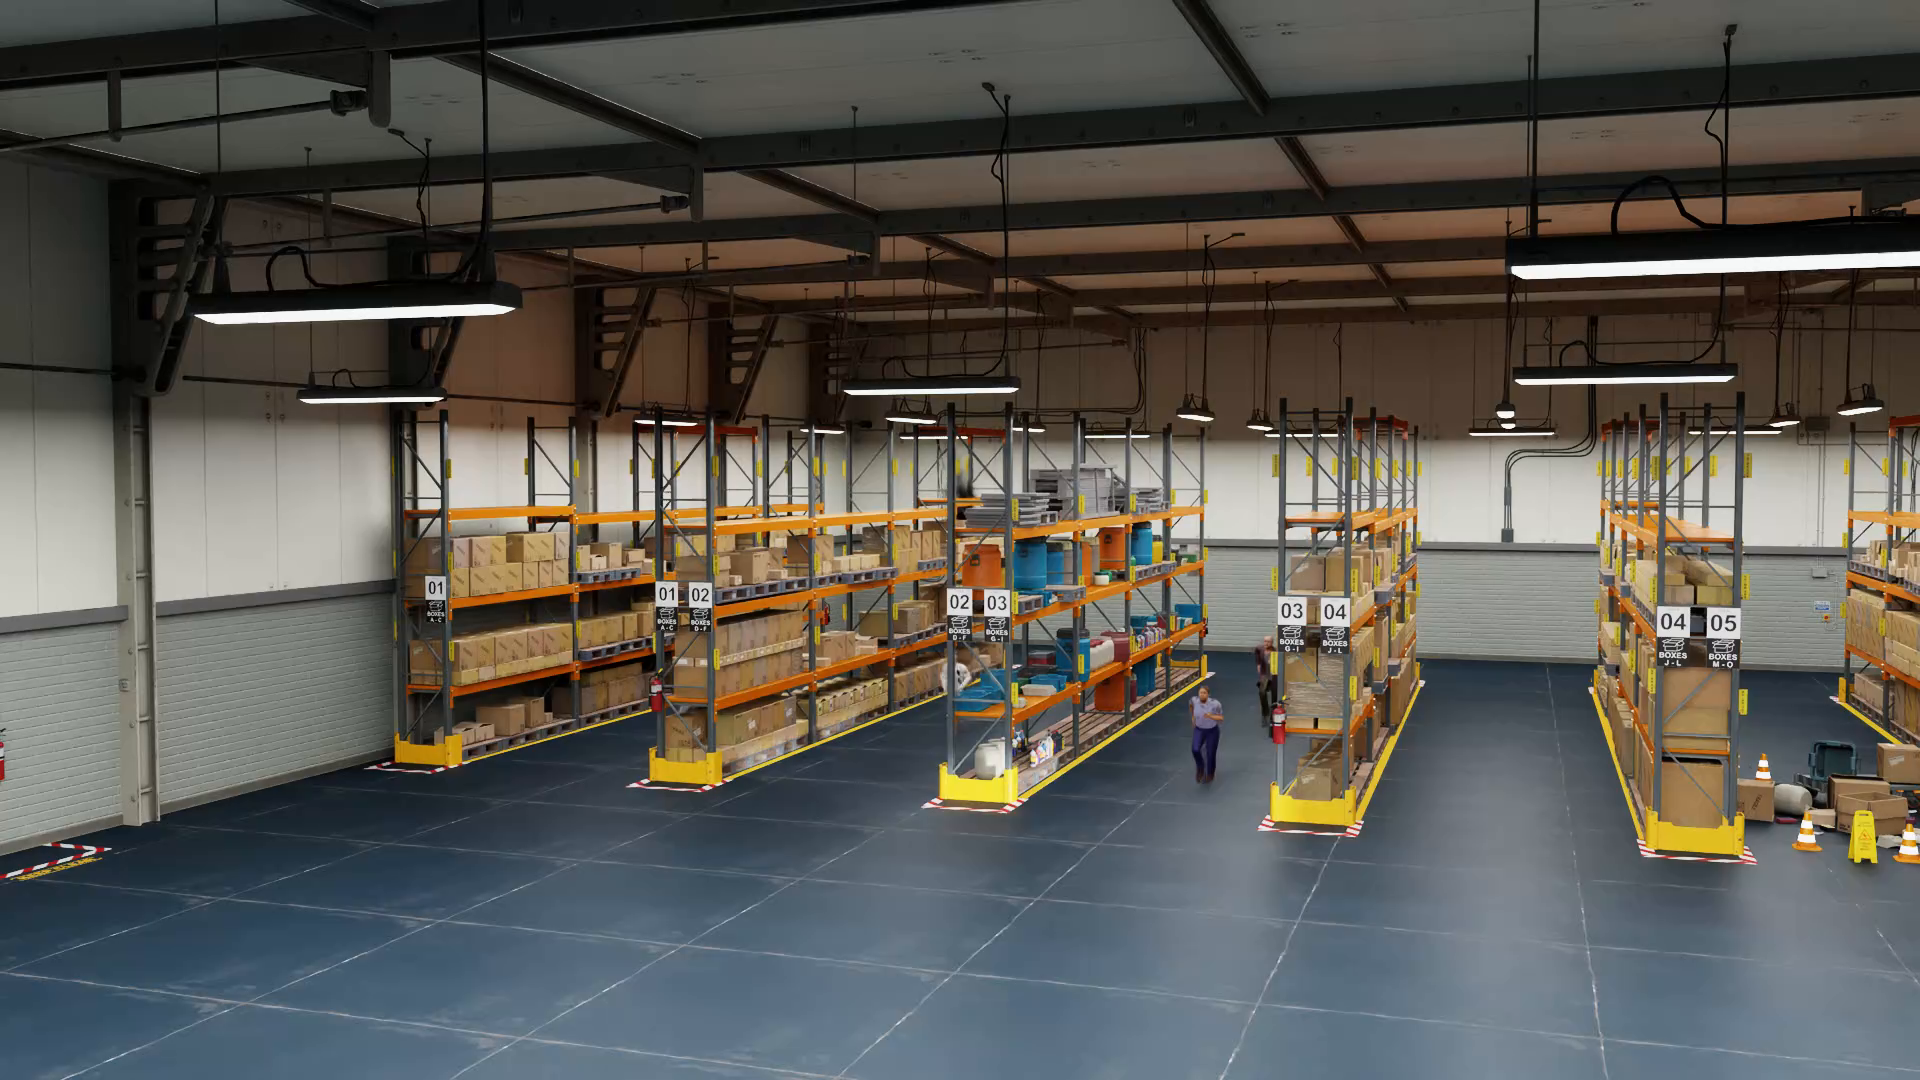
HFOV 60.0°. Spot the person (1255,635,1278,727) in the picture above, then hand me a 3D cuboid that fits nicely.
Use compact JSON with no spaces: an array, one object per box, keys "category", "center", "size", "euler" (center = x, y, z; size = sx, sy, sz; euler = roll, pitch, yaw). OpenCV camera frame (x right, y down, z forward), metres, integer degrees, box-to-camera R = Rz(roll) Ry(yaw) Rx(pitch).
[{"category":"person","center":[6.096,2.742,32.575],"size":[0.697,1.793,1.034],"euler":[1,3,21]}]

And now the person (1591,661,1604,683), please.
[{"category":"person","center":[15.059,2.543,38.283],"size":[0.988,1.615,0.662],"euler":[1,3,22]}]

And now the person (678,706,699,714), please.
[{"category":"person","center":[-4.832,2.920,30.219],"size":[0.687,1.613,1.079],"euler":[1,3,24]}]

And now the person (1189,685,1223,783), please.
[{"category":"person","center":[3.883,3.063,26.312],"size":[0.592,1.571,0.841],"euler":[1,3,18]}]

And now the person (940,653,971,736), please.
[{"category":"person","center":[-0.075,2.877,31.346],"size":[0.613,1.626,0.777],"euler":[1,3,12]}]
